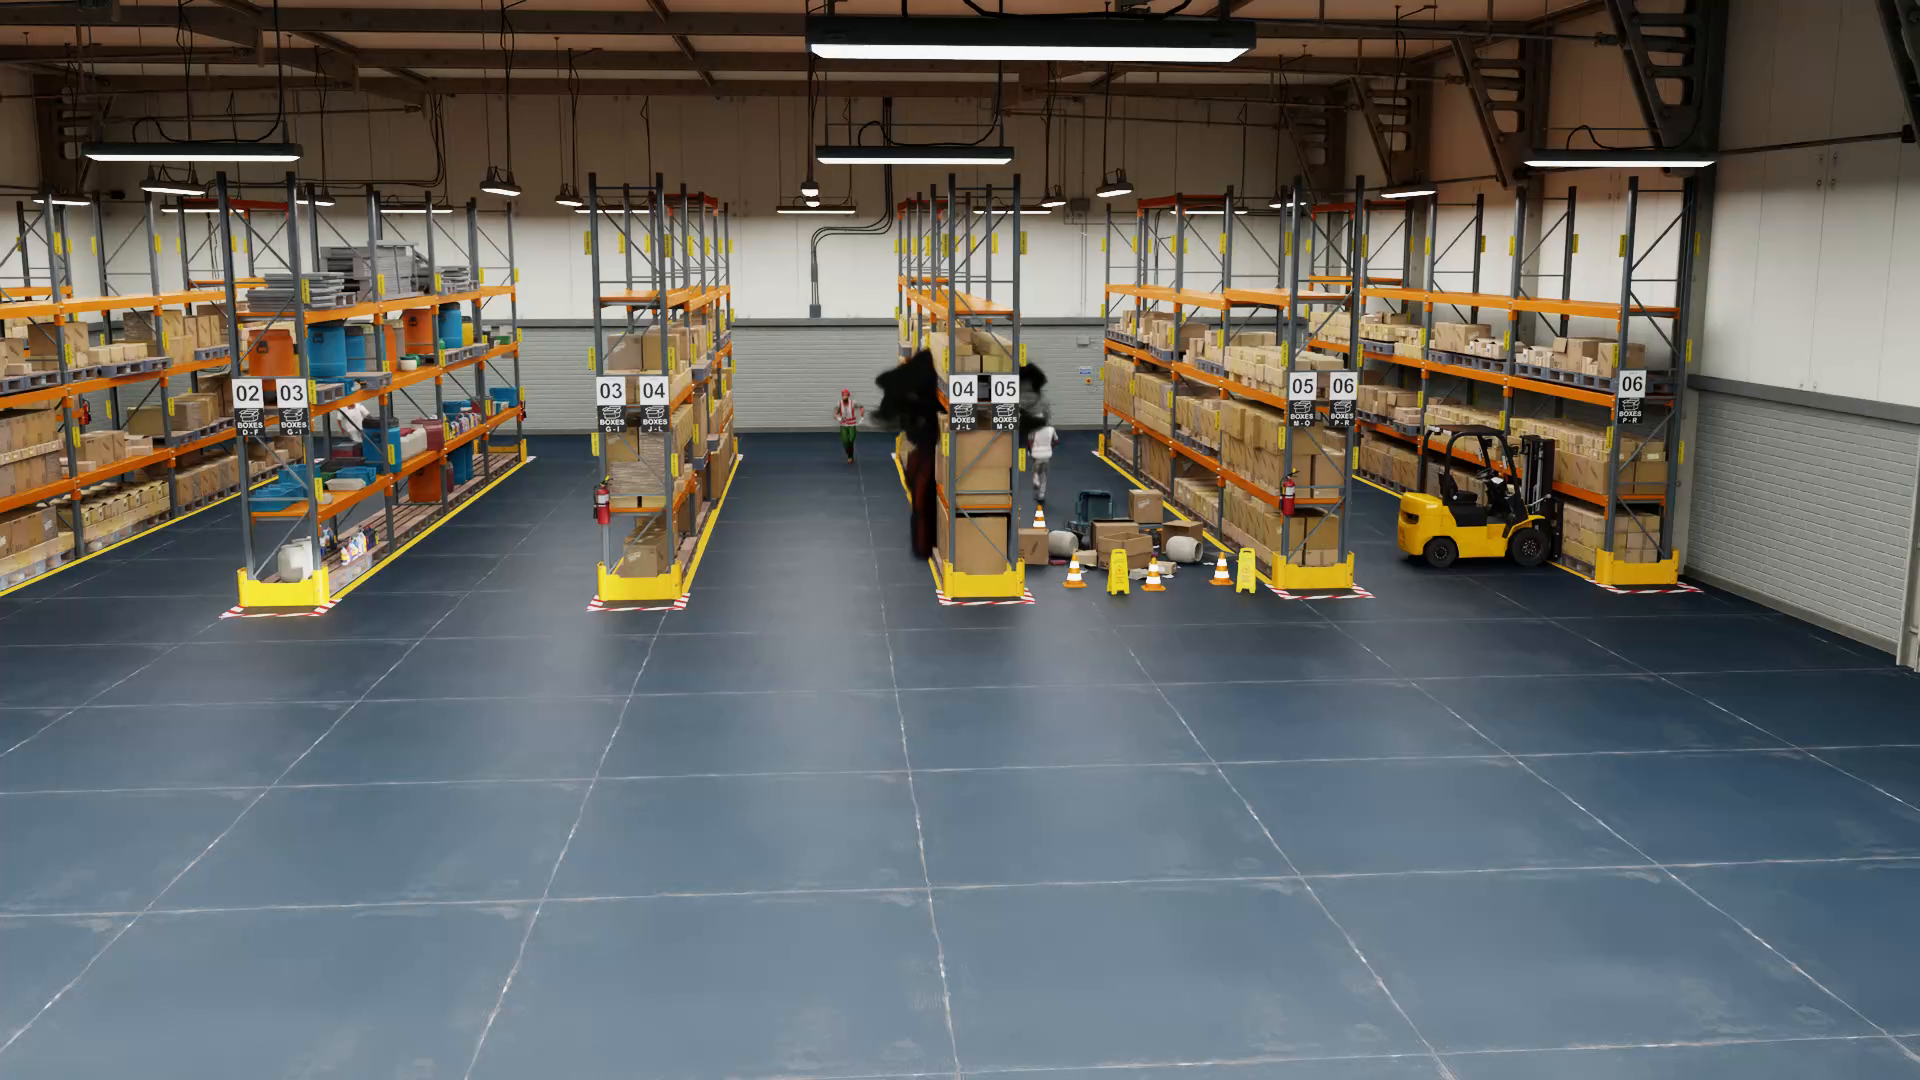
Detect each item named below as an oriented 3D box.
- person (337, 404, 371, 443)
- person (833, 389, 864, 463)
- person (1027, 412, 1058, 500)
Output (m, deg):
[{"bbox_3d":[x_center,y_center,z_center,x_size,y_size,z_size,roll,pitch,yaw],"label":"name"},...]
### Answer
[{"bbox_3d":[-13.852,-2.508,38.033,0.742,1.694,0.619,-4,11,-20],"label":"person"},{"bbox_3d":[-2.601,-2.643,38.713,0.709,1.726,0.653,0,10,2],"label":"person"},{"bbox_3d":[1.623,-1.673,33.181,0.666,1.748,0.632,-3,10,-16],"label":"person"}]
